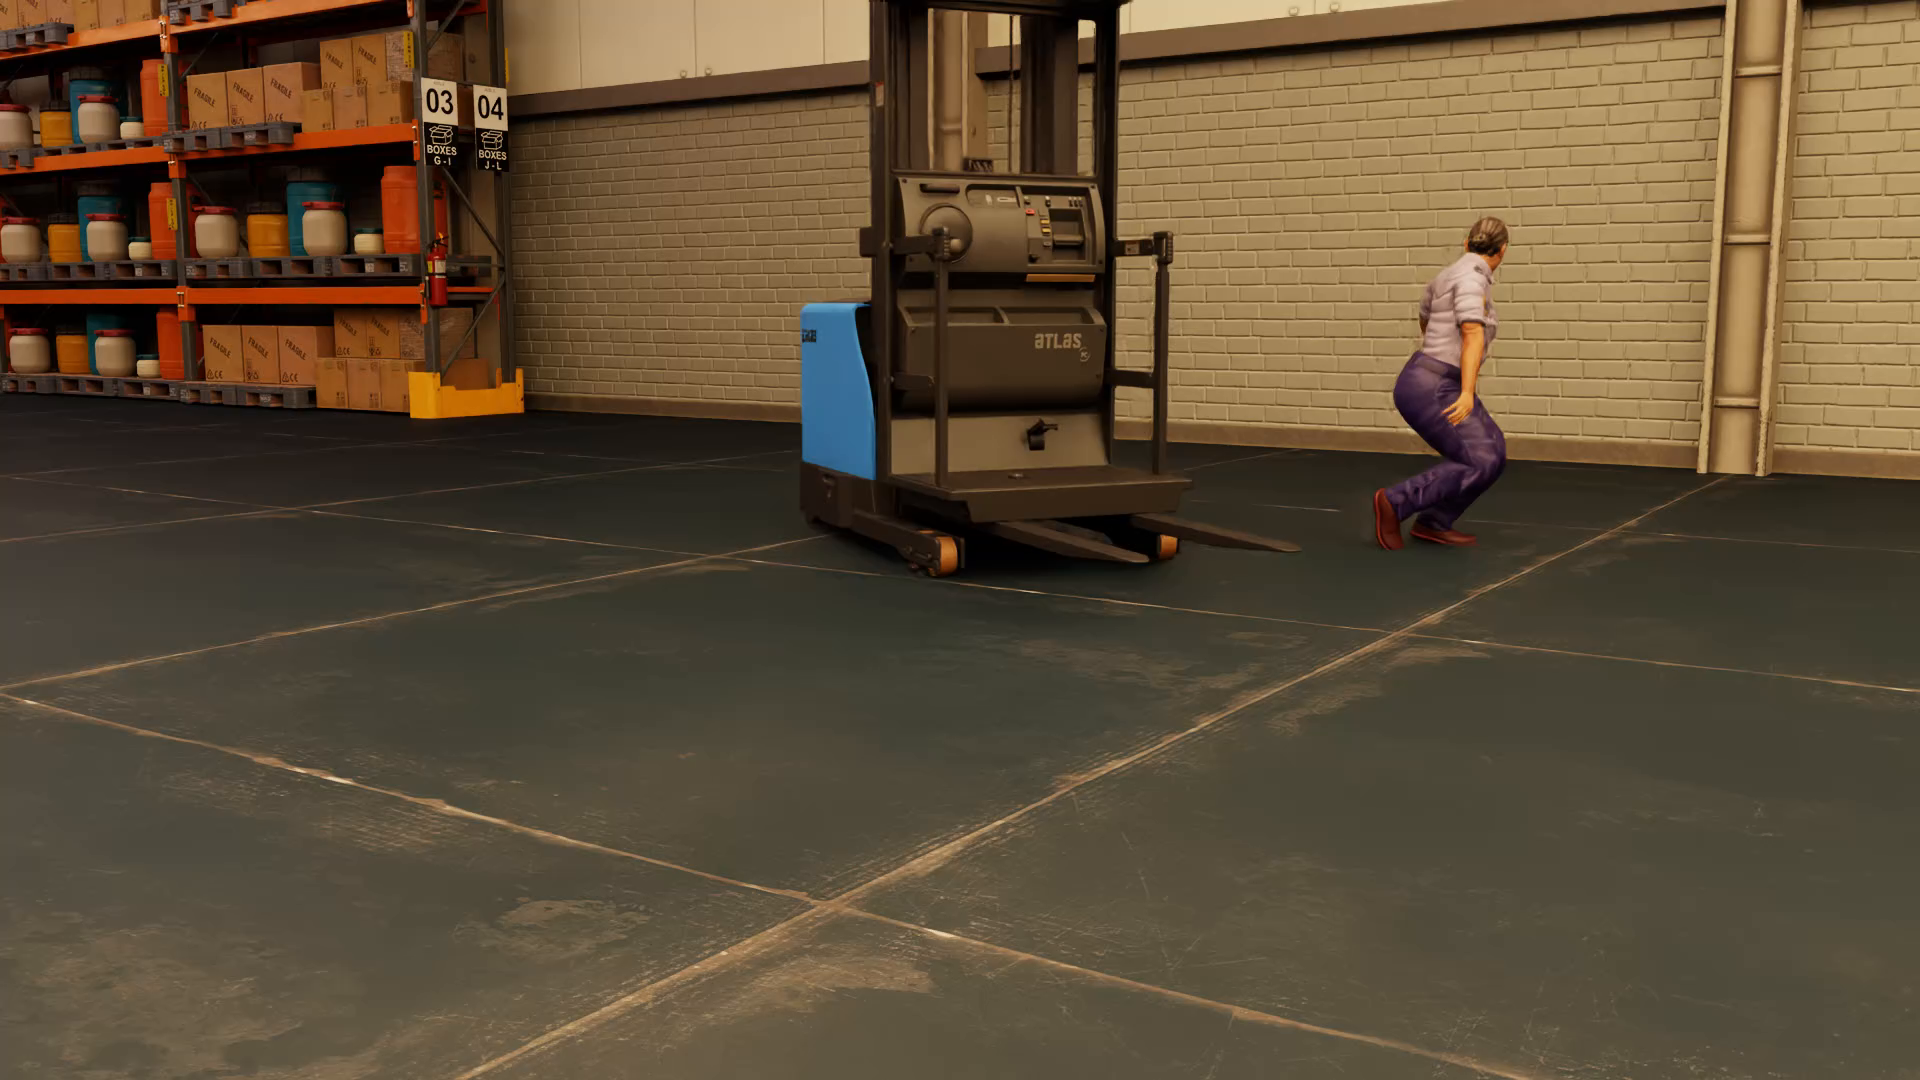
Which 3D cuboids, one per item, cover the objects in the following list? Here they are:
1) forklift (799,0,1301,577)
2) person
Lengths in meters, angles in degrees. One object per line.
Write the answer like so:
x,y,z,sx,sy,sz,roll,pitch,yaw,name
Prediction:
0.271,-1.371,6.837,1.130,2.935,3.031,-4,9,-24,forklift
2.100,-0.661,7.229,0.559,1.468,0.841,2,8,15,person
